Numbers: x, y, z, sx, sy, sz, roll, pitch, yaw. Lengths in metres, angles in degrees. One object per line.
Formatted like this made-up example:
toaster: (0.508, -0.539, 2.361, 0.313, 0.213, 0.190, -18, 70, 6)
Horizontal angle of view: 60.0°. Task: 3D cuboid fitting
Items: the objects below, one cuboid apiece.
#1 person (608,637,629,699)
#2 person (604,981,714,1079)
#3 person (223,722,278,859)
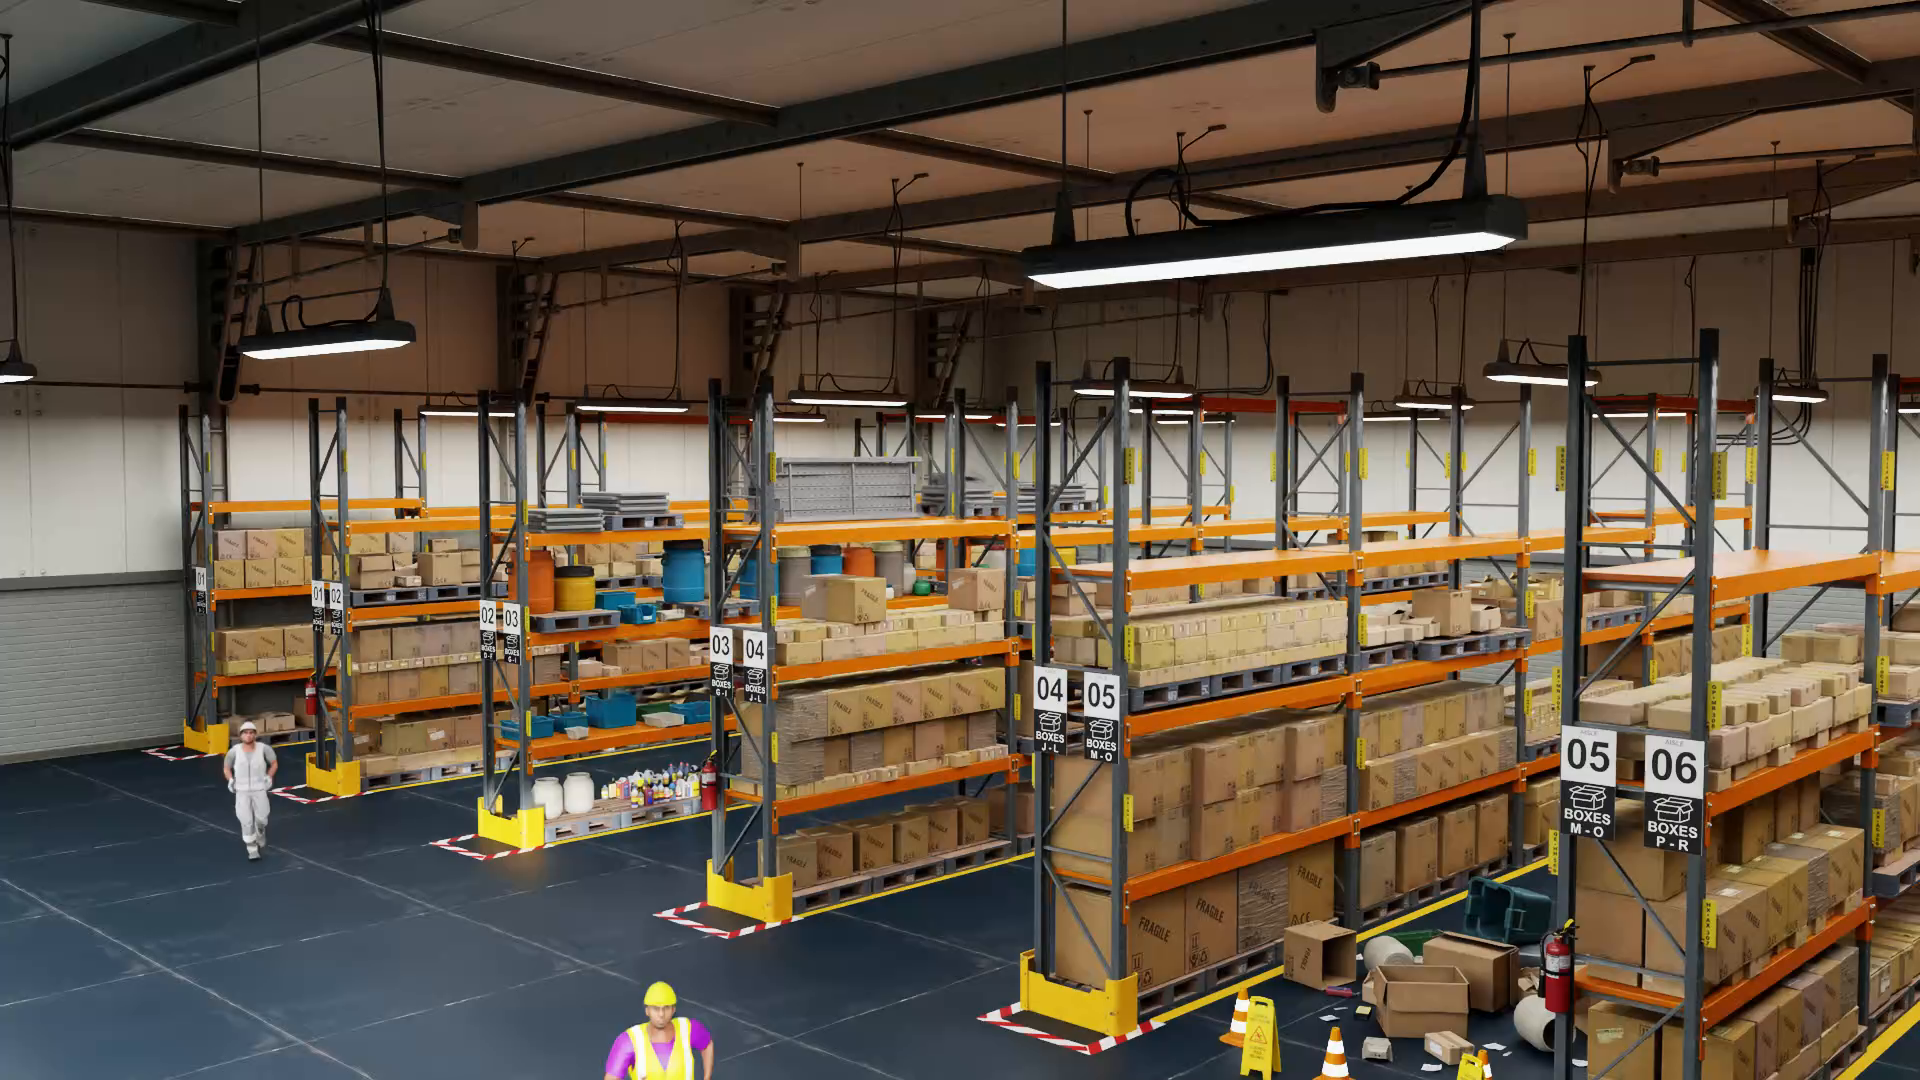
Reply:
person: (-6.456, 2.628, 31.672, 0.679, 1.726, 0.594, 2, 4, 38)
person: (-1.914, 3.707, 10.607, 0.703, 1.823, 0.833, -1, 3, -11)
person: (-9.010, 3.177, 21.129, 0.636, 1.741, 0.586, -1, 3, -21)
